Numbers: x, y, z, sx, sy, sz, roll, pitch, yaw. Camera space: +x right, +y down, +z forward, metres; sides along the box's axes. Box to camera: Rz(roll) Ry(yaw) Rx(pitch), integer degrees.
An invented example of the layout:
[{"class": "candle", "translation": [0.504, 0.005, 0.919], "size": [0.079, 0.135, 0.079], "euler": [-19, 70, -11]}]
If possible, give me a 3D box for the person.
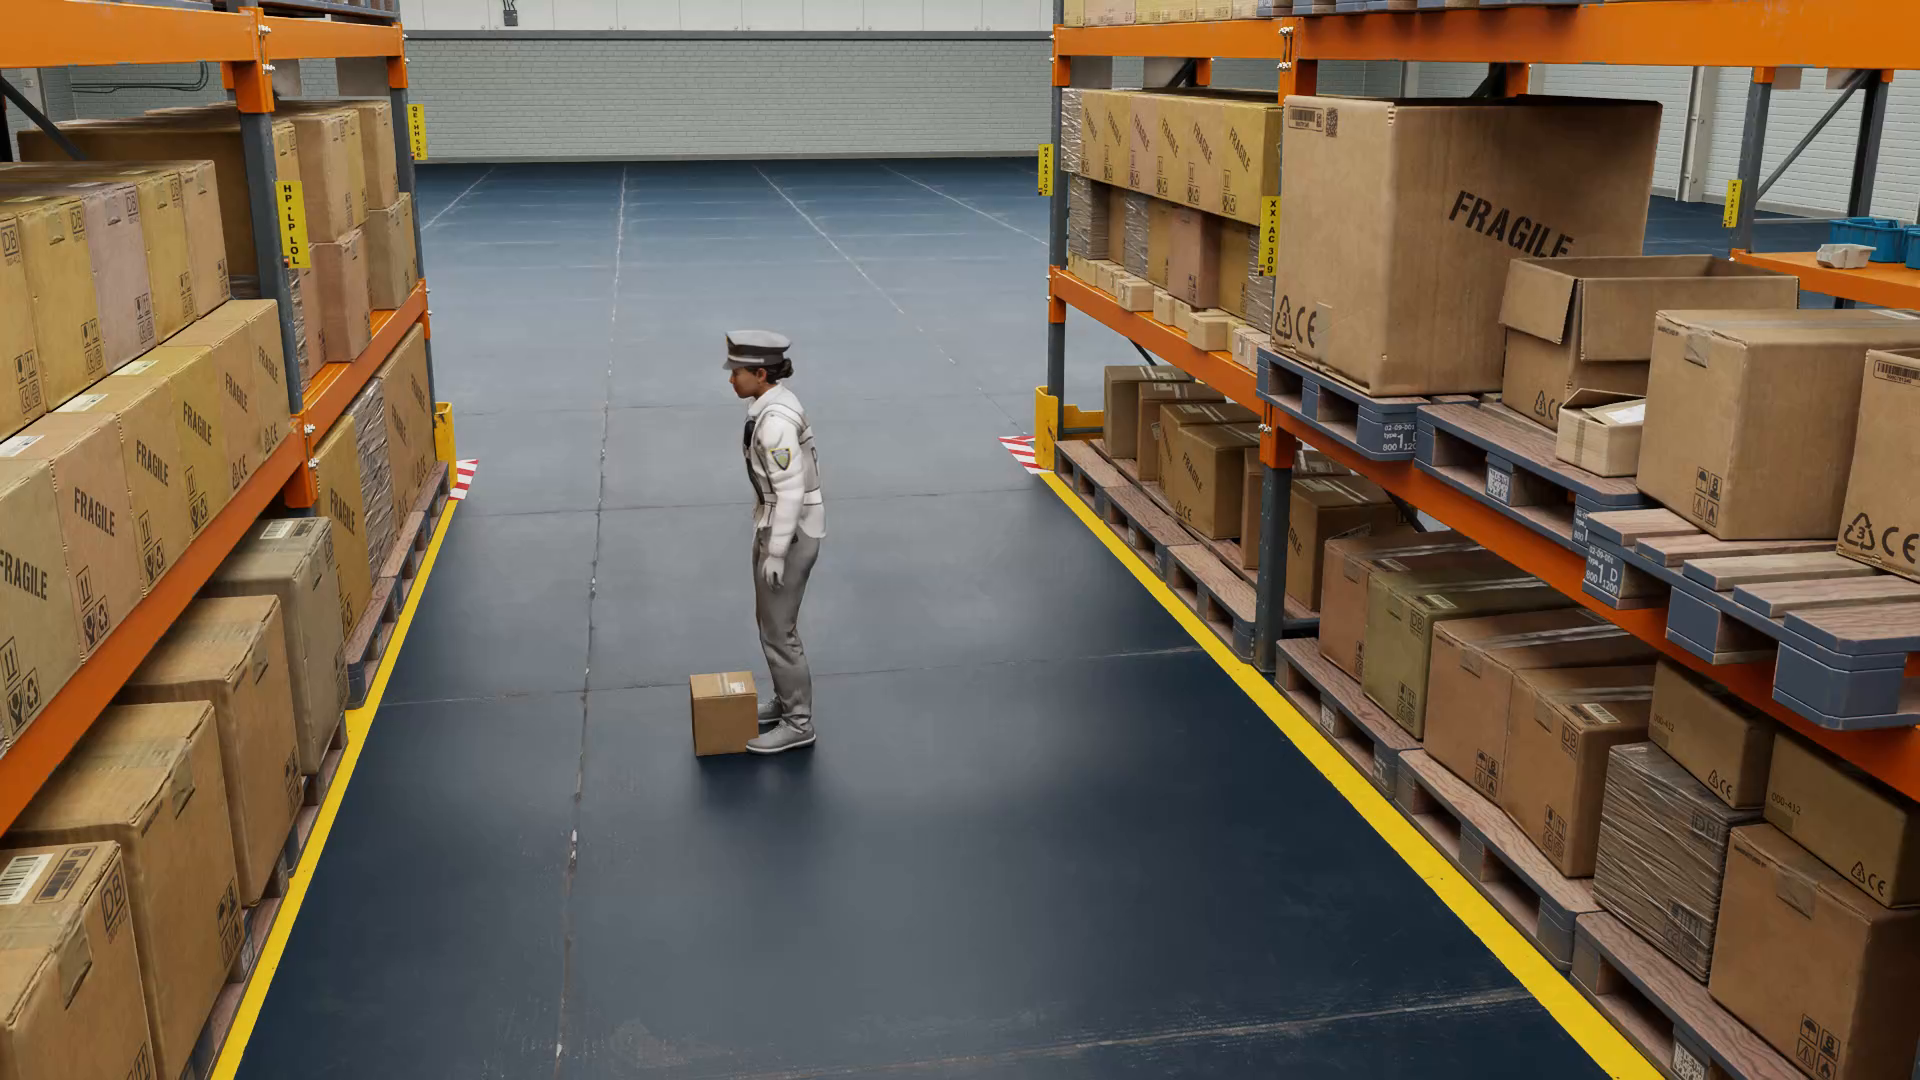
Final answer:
[{"class": "person", "translation": [-0.732, -0.028, 6.516], "size": [0.347, 1.601, 0.507], "euler": [-3, 17, -11]}]
